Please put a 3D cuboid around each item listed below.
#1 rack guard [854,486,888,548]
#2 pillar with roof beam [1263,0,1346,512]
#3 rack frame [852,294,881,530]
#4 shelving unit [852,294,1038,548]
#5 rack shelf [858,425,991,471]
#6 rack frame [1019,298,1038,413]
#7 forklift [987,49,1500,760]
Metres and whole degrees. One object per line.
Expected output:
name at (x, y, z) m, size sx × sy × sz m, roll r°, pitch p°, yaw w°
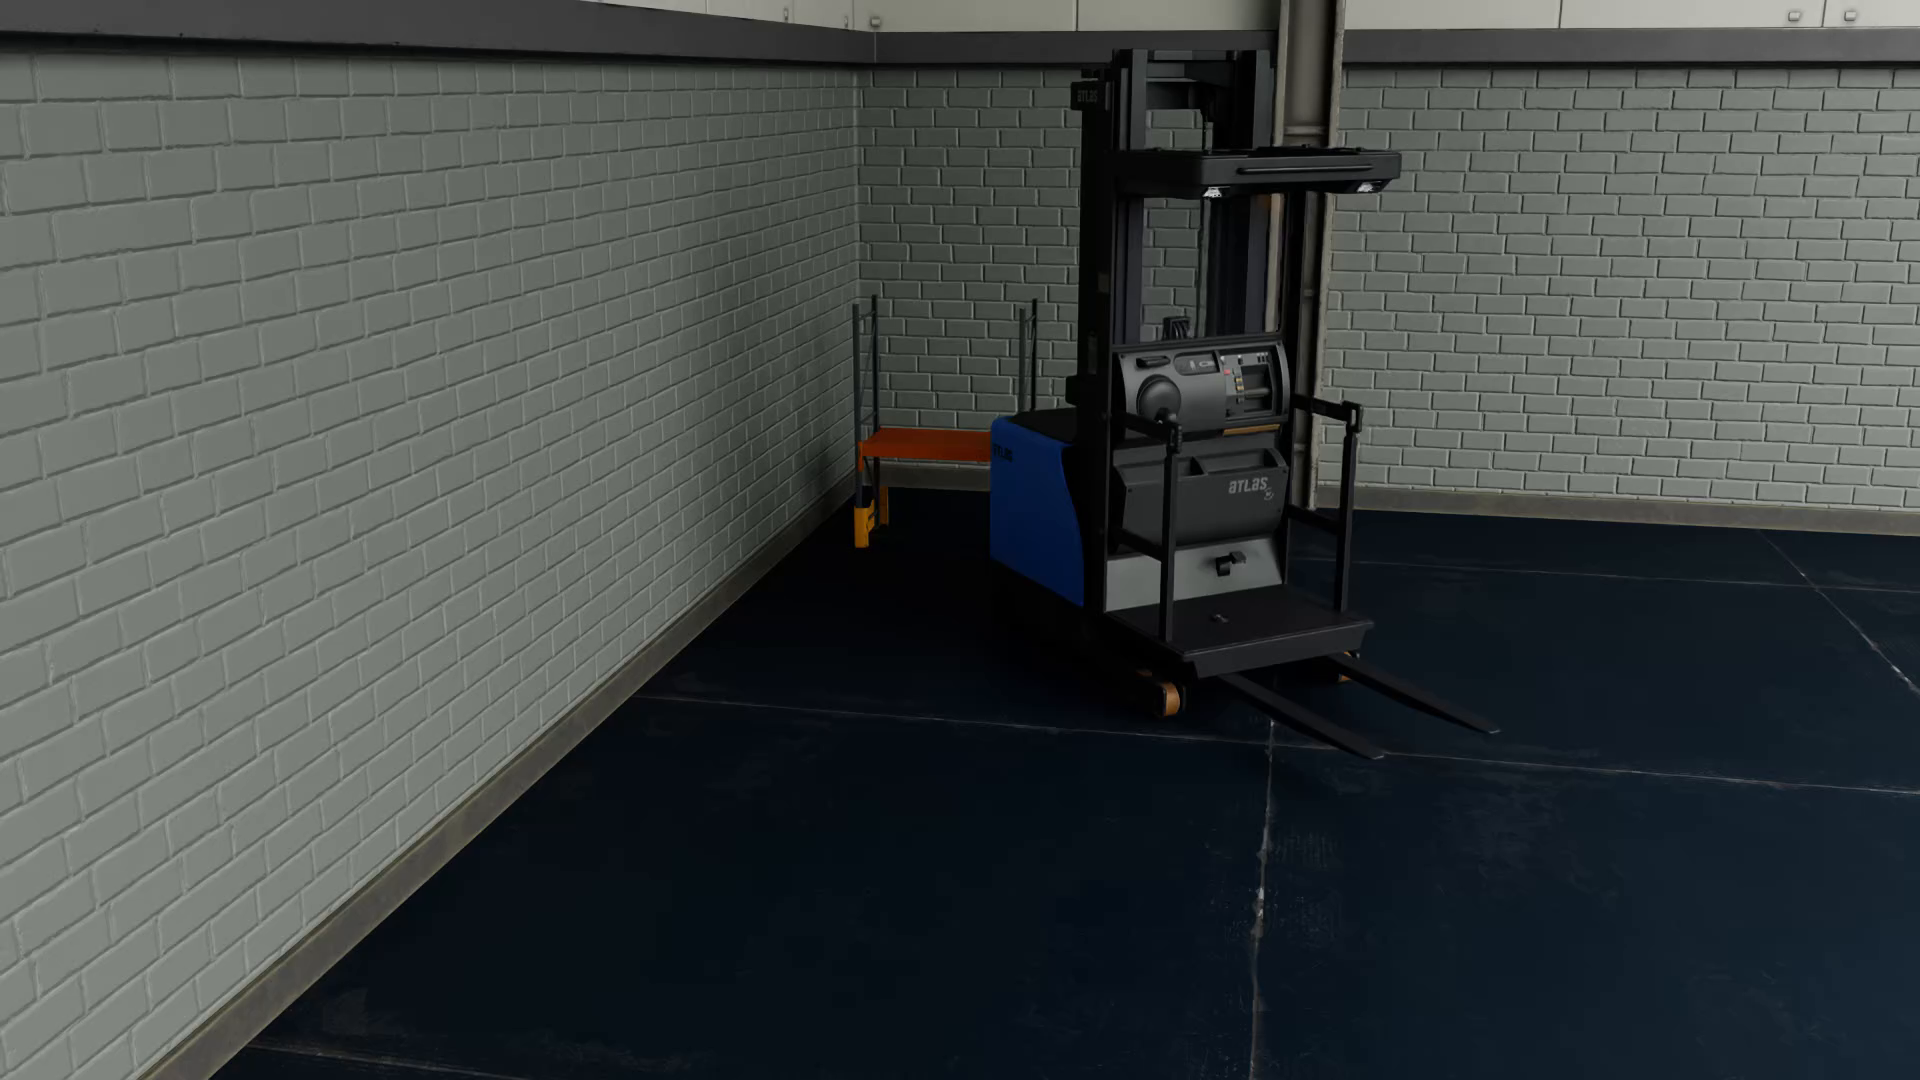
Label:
rack guard at (-0.563, -0.151, 10.569) m, size 0.087 × 0.250 × 0.587 m, roll 3°, pitch 16°, yaw 11°
pillar with roof beam at (1.336, -3.412, 5.951) m, size 0.400 × 9.000 × 9.100 m, roll 3°, pitch 16°, yaw 11°
rack frame at (-0.582, -0.754, 10.406) m, size 0.032 × 1.500 × 0.500 m, roll 3°, pitch 16°, yaw 11°
shelving unit at (-0.075, -0.727, 10.306) m, size 1.083 × 1.500 × 0.587 m, roll 3°, pitch 16°, yaw 11°
rack shelf at (-0.084, -0.554, 10.356) m, size 1.000 × 0.185 × 0.538 m, roll 3°, pitch 16°, yaw 11°
rack frame at (0.415, -0.700, 10.211) m, size 0.032 × 1.500 × 0.500 m, roll 3°, pitch 16°, yaw 11°
forklift at (1.252, -0.737, 7.663) m, size 1.130 × 2.935 × 3.031 m, roll -8°, pitch 17°, yaw -25°
